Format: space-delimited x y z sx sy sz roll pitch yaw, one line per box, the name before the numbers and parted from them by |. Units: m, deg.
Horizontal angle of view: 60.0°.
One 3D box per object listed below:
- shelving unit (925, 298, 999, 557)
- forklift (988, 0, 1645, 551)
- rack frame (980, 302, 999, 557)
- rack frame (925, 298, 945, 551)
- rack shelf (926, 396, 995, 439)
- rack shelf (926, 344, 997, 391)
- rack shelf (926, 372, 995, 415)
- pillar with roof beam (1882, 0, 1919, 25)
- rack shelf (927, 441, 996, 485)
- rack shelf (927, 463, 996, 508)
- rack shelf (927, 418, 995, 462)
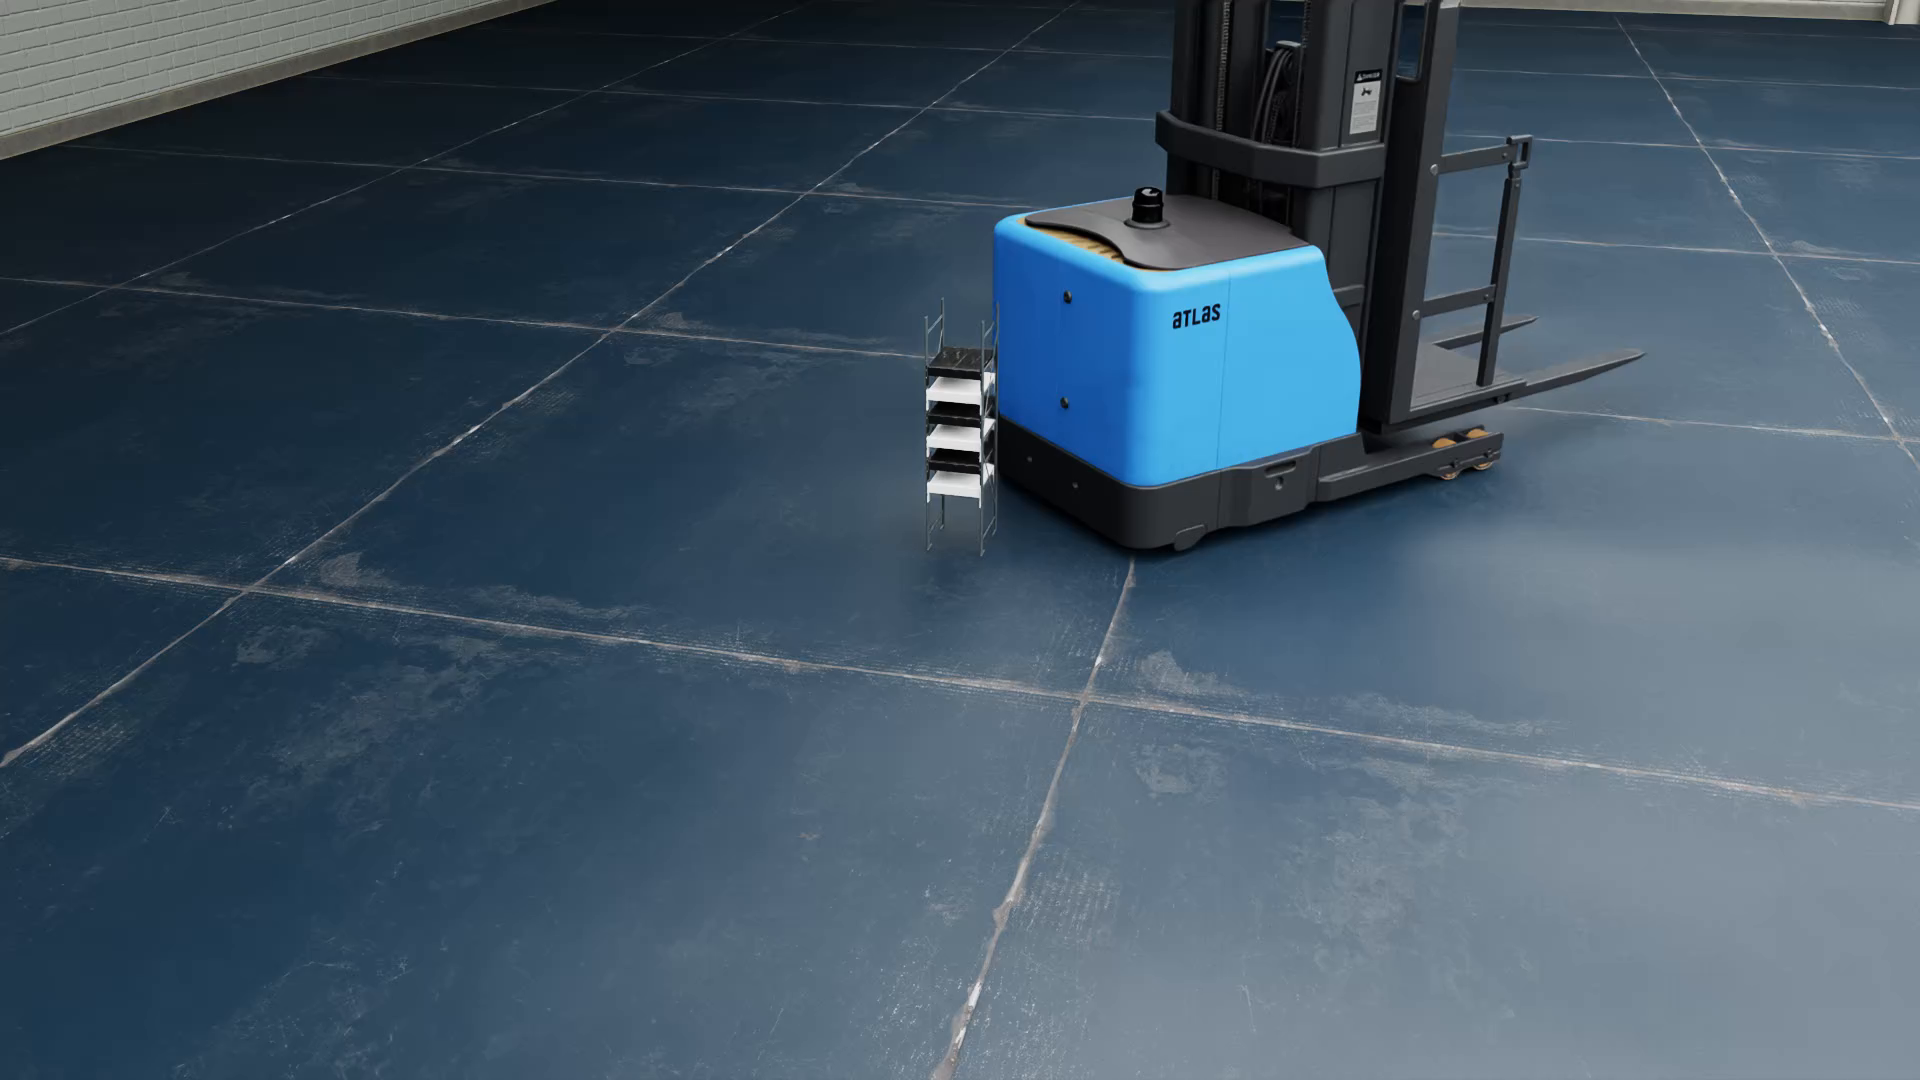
shelving unit | 0.008 -0.405 6.055 0.210 0.900 0.258 6 26 13
forklift | 1.635 -1.744 6.504 3.031 2.935 1.130 -15 29 -29
rack frame | 0.106 -0.395 6.032 0.006 0.900 0.240 6 26 13
rack frame | -0.091 -0.416 6.078 0.006 0.900 0.240 6 26 13
rack shelf | 0.008 -0.457 6.030 0.200 0.077 0.258 6 26 13
rack shelf | 0.008 -0.619 5.953 0.200 0.077 0.258 6 26 13
rack shelf | 0.008 -0.538 5.992 0.200 0.077 0.258 6 26 13
pillar with roof beam | 9.159 -7.868 12.307 0.400 9.000 9.100 6 26 13
rack shelf | 0.008 -0.294 6.108 0.200 0.077 0.258 6 26 13
rack shelf | 0.008 -0.213 6.146 0.200 0.077 0.258 6 26 13
rack shelf | 0.008 -0.375 6.069 0.200 0.077 0.258 6 26 13
